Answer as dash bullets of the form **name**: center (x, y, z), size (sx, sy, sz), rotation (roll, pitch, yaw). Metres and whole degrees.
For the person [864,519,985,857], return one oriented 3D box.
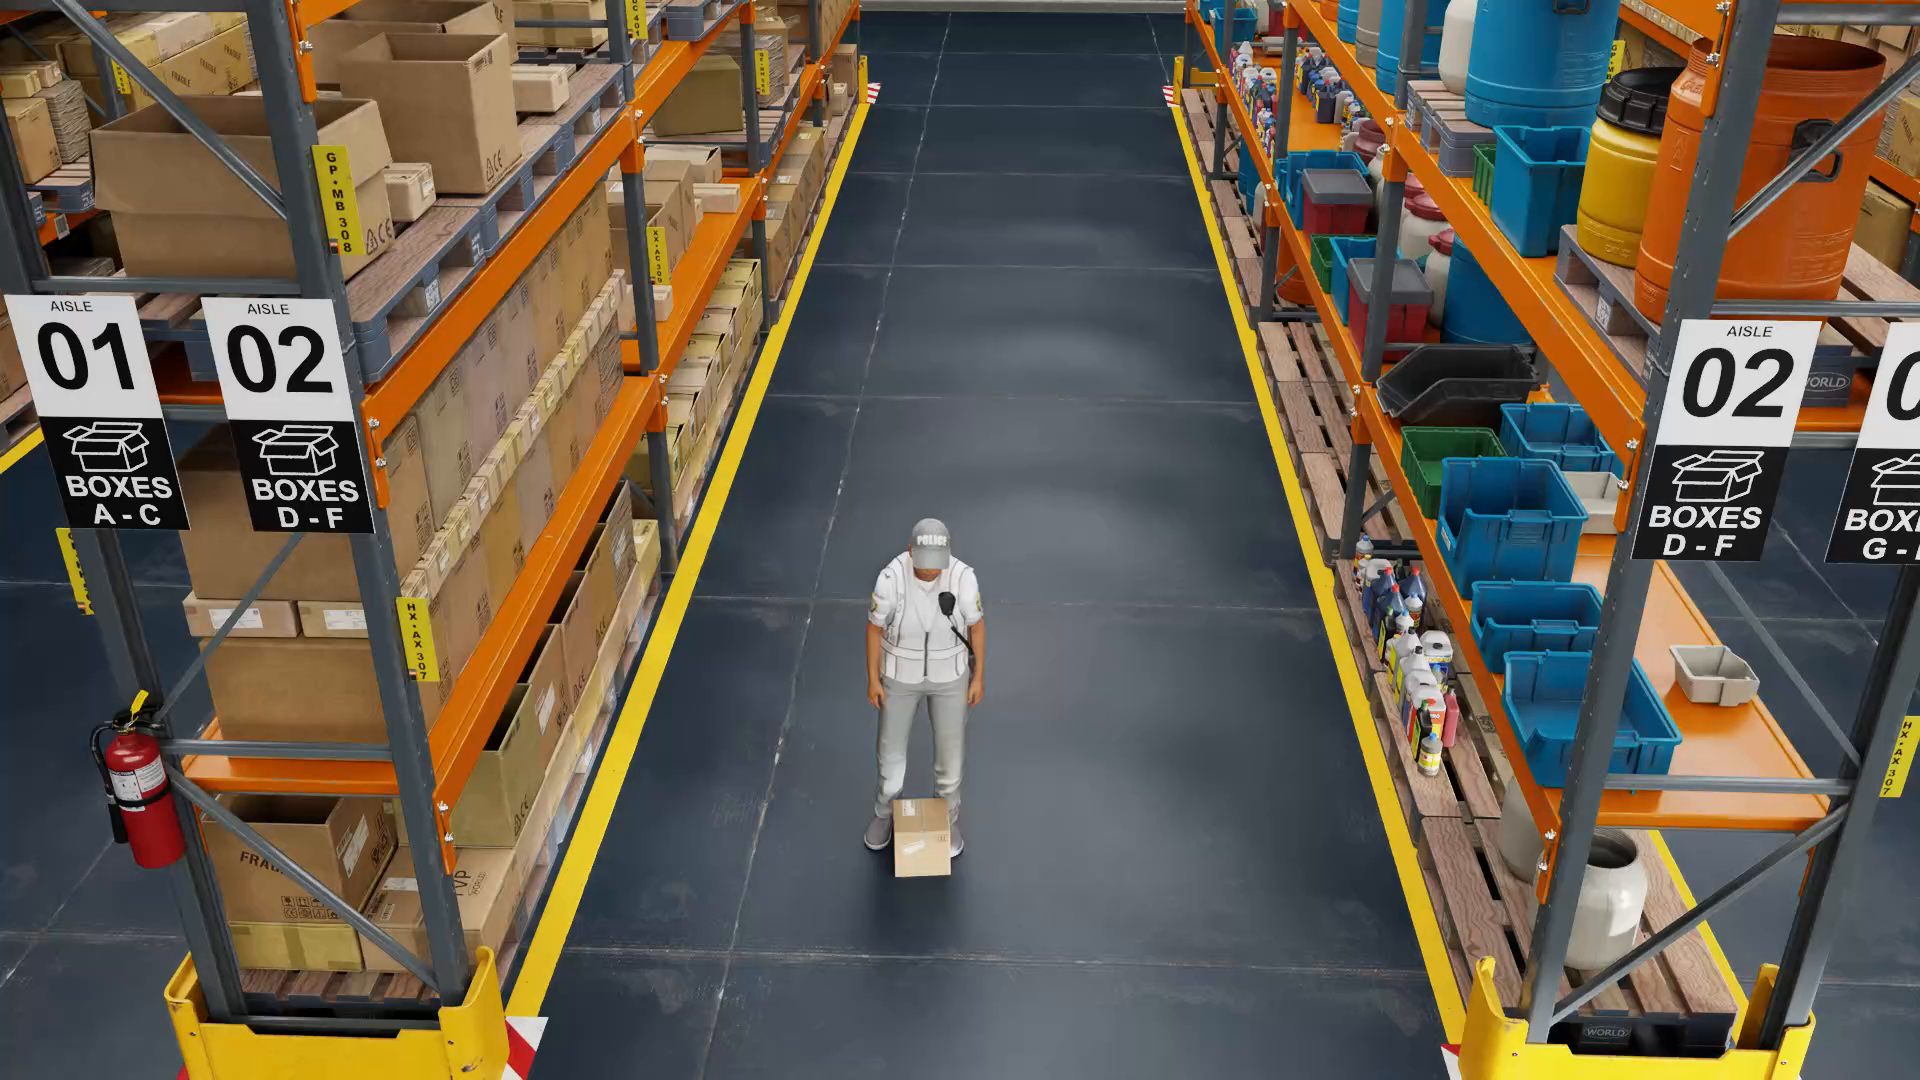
- **person**: center (-0.167, 0.629, 7.438), size (0.564, 1.666, 0.468), rotation (-1, 28, -2)
